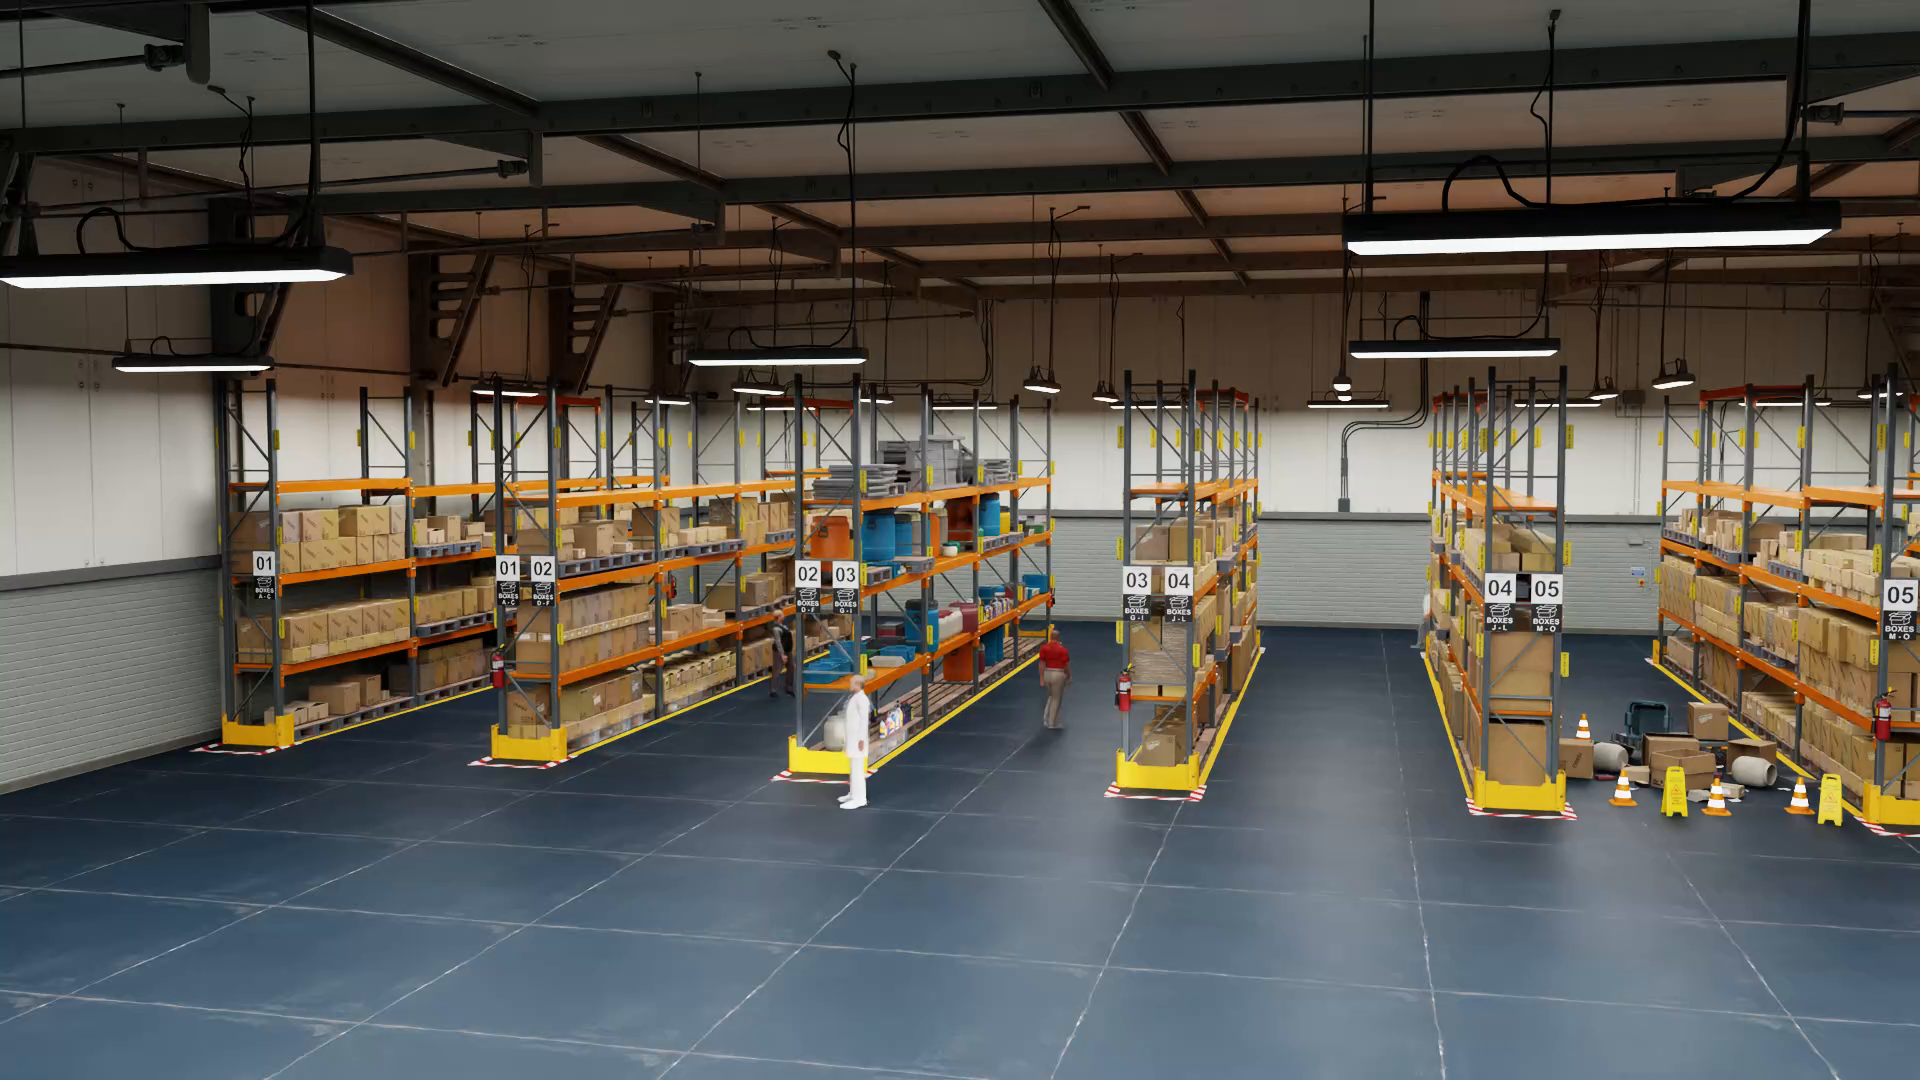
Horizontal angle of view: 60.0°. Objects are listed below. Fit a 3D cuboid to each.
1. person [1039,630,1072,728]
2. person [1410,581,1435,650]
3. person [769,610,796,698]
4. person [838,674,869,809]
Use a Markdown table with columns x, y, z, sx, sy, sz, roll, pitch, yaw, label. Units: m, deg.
| x | y | z | sx | sy | sz | roll | pitch | yaw | label |
| --- | --- | --- | --- | --- | --- | --- | --- | --- | --- |
| 1.684 | 2.419 | 28.774 | 0.472 | 1.753 | 0.530 | -3 | 5 | -42 | person |
| 11.170 | 1.769 | 39.476 | 0.944 | 1.729 | 0.579 | 1 | 4 | 16 | person |
| -3.424 | 2.221 | 32.222 | 0.458 | 1.762 | 0.648 | 1 | 4 | 23 | person |
| -1.478 | 2.749 | 22.819 | 0.417 | 1.808 | 0.622 | -1 | 4 | -15 | person |
